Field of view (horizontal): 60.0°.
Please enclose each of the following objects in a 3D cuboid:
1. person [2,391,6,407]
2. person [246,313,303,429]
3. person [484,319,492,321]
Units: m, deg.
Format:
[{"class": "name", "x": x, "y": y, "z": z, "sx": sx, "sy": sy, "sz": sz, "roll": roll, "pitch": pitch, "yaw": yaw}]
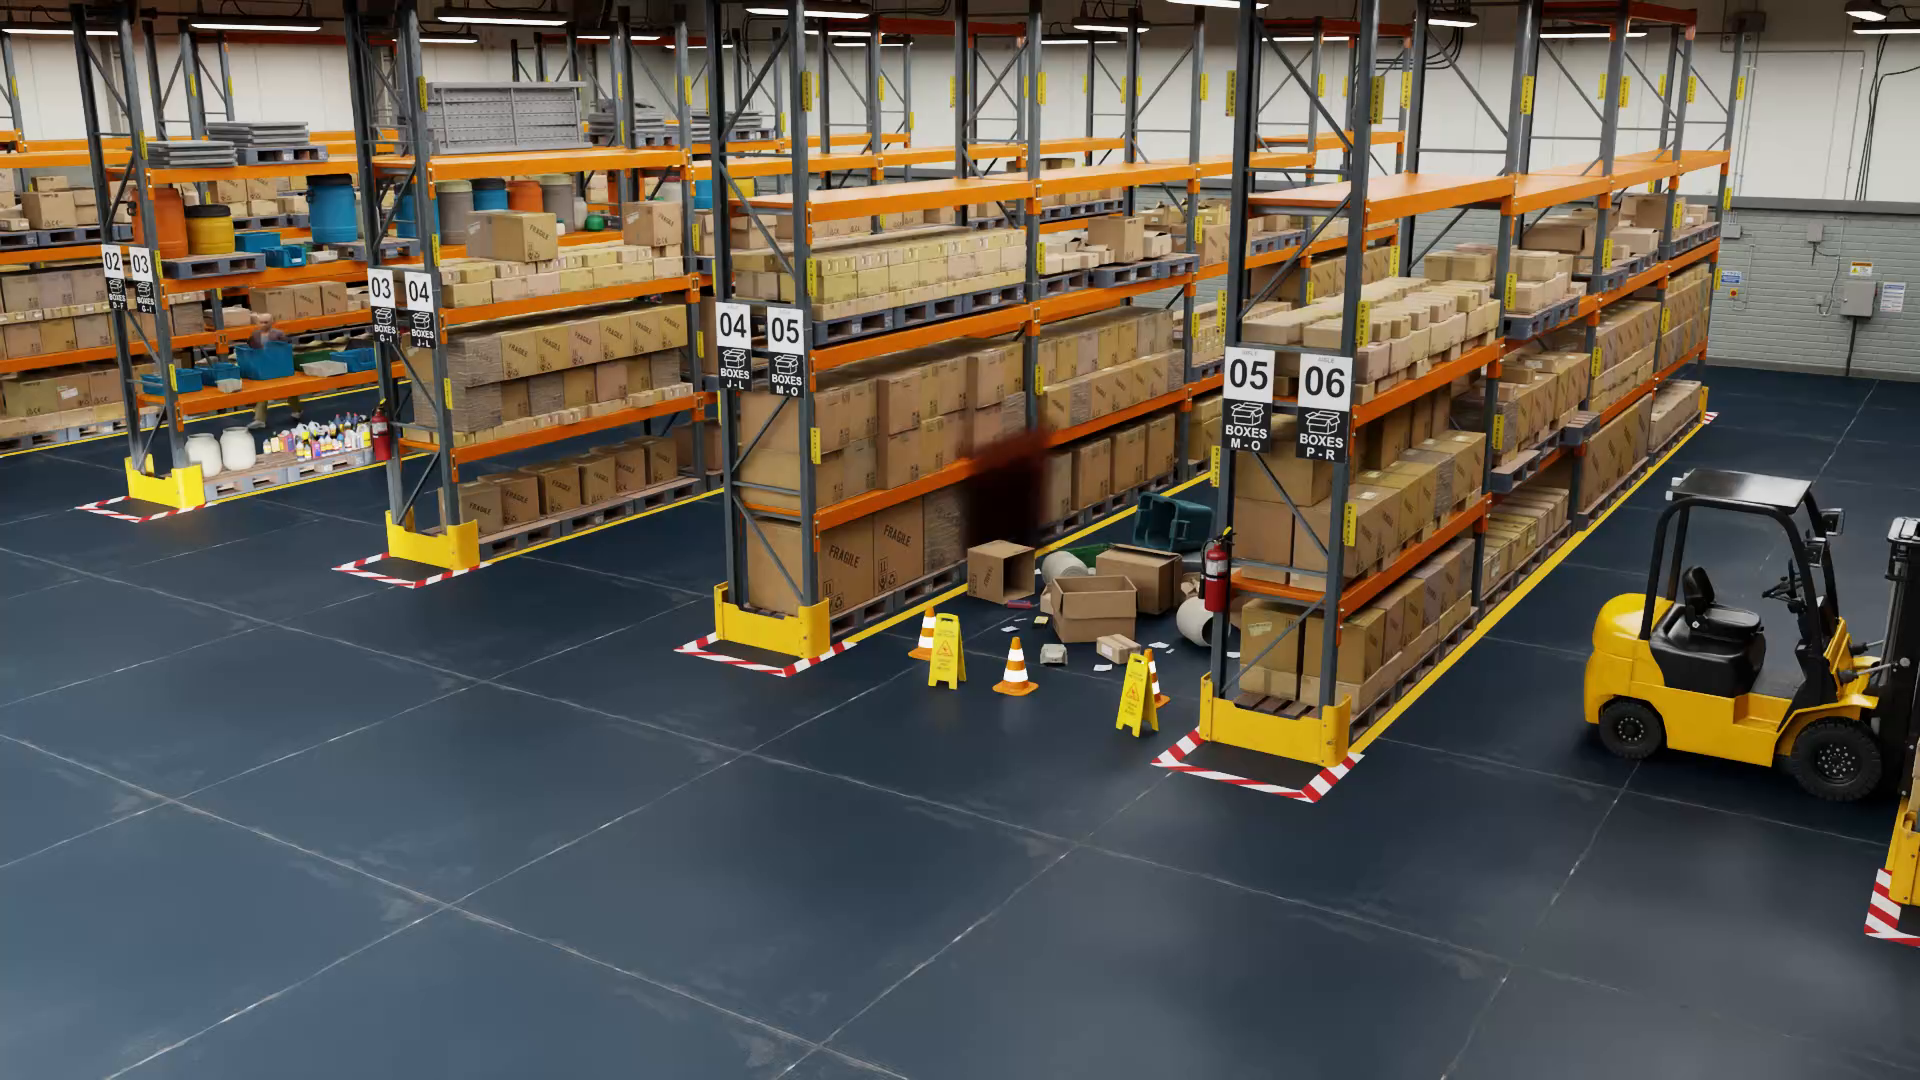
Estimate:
[{"class": "person", "x": -14.978, "y": -2.421, "z": 25.424, "sx": 0.443, "sy": 1.294, "sz": 0.986, "roll": 3, "pitch": 16, "yaw": 11}, {"class": "person", "x": -10.468, "y": -2.598, "z": 25.264, "sx": 0.666, "sy": 1.711, "sz": 1.204, "roll": 2, "pitch": 16, "yaw": 8}, {"class": "person", "x": -8.407, "y": -3.632, "z": 29.185, "sx": 0.505, "sy": 1.602, "sz": 1.052, "roll": 6, "pitch": 17, "yaw": 21}]
